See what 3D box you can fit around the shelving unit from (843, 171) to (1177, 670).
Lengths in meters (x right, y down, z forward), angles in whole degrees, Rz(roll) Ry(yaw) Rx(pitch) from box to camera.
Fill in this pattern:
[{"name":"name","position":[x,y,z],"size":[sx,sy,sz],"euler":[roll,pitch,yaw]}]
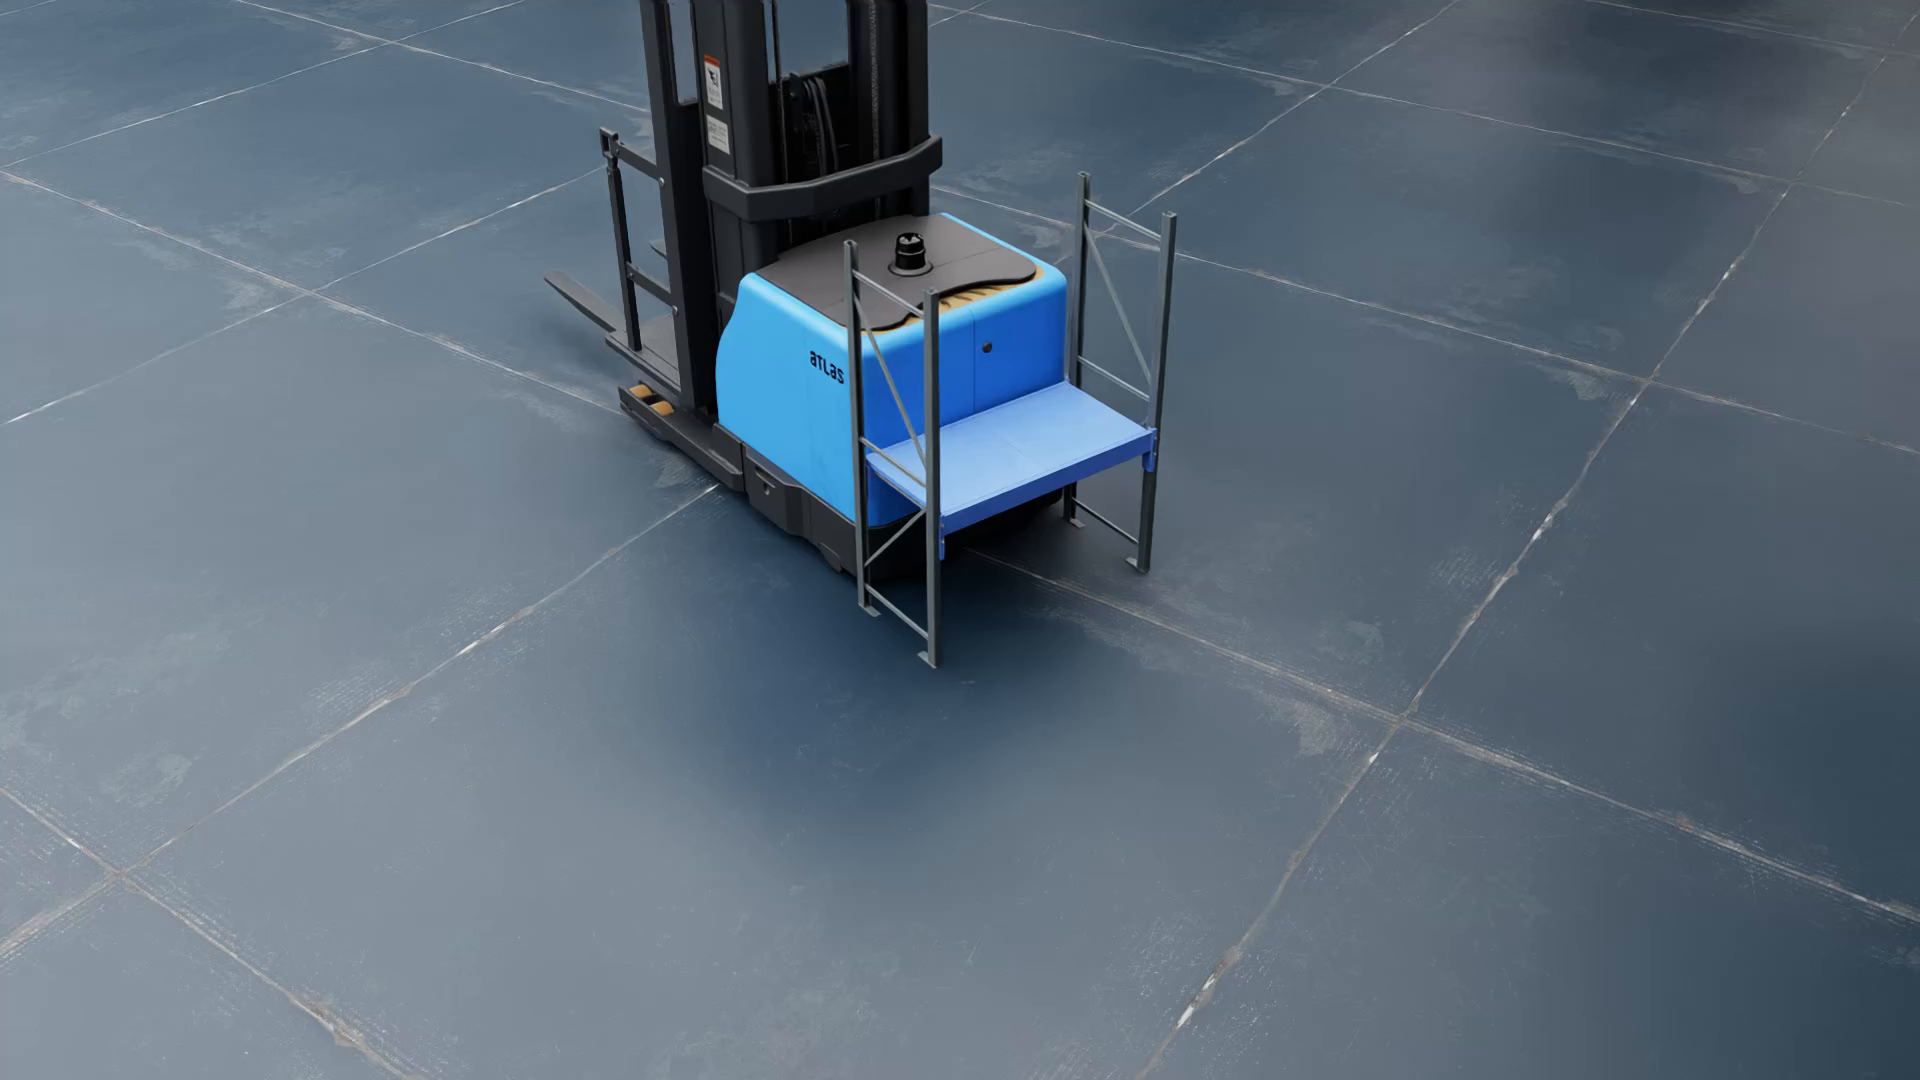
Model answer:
[{"name":"shelving unit","position":[0.180,-0.435,6.055],"size":[1.048,1.500,0.538],"euler":[-23,40,-30]}]

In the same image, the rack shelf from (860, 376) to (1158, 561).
[{"name":"rack shelf","position":[0.180,-0.286,6.156],"size":[1.000,0.185,0.538],"euler":[-23,40,-30]}]

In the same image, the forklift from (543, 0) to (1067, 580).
[{"name":"forklift","position":[-0.885,-1.820,6.825],"size":[1.130,2.935,3.031],"euler":[-24,41,-31]}]

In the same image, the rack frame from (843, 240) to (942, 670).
[{"name":"rack frame","position":[-0.228,-0.265,5.803],"size":[0.032,1.500,0.500],"euler":[-23,40,-30]}]

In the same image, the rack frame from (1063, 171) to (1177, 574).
[{"name":"rack frame","position":[0.587,-0.605,6.306],"size":[0.032,1.500,0.500],"euler":[-23,40,-30]}]
